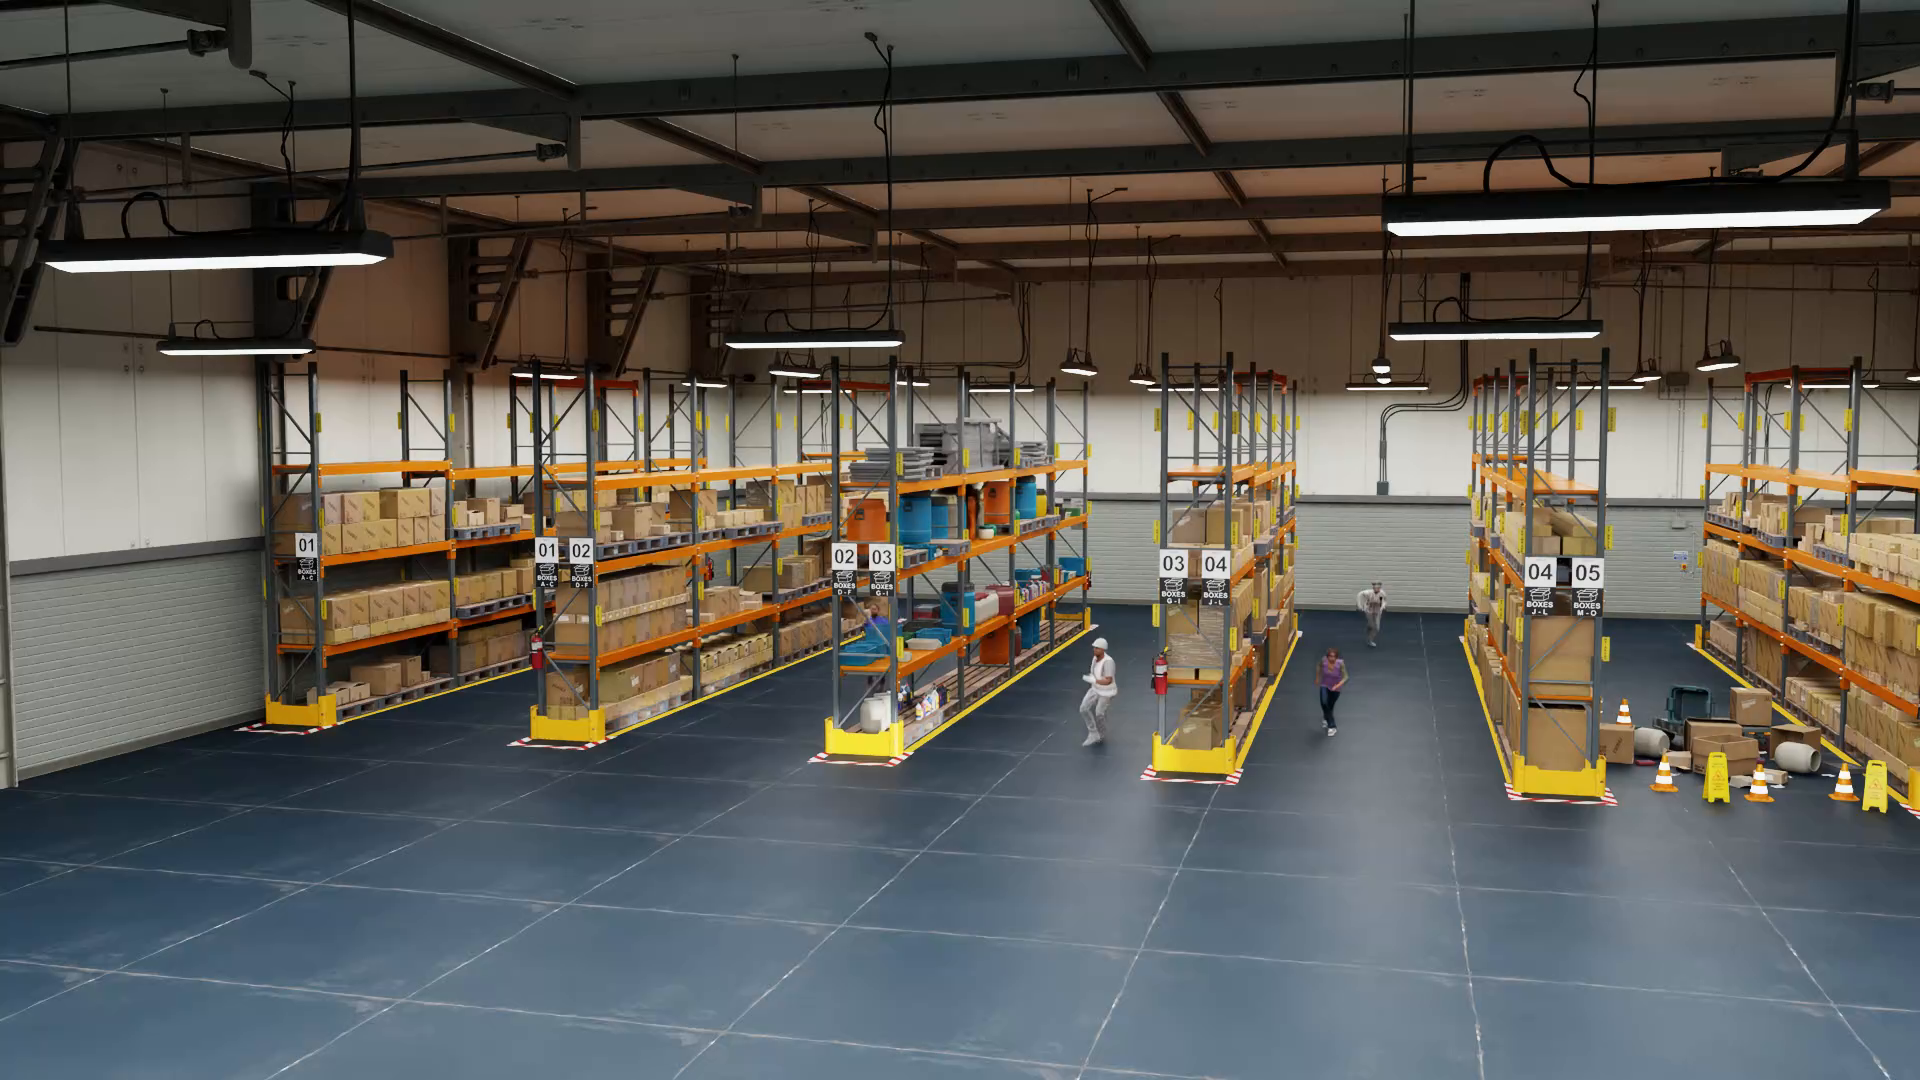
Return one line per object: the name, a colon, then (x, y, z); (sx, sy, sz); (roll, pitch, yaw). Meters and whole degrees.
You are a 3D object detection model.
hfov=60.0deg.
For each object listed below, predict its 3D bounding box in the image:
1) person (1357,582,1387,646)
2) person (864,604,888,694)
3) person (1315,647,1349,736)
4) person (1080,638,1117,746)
person: (9.206, 1.651, 37.180); (0.642, 1.490, 0.755); (0, 4, 0)
person: (-1.559, 2.026, 30.840); (0.586, 1.675, 0.709); (1, 4, 15)
person: (5.979, 2.390, 26.751); (0.529, 1.405, 0.982); (1, 4, 14)
person: (2.139, 2.329, 25.673); (0.724, 1.677, 0.818); (-4, 5, -41)
